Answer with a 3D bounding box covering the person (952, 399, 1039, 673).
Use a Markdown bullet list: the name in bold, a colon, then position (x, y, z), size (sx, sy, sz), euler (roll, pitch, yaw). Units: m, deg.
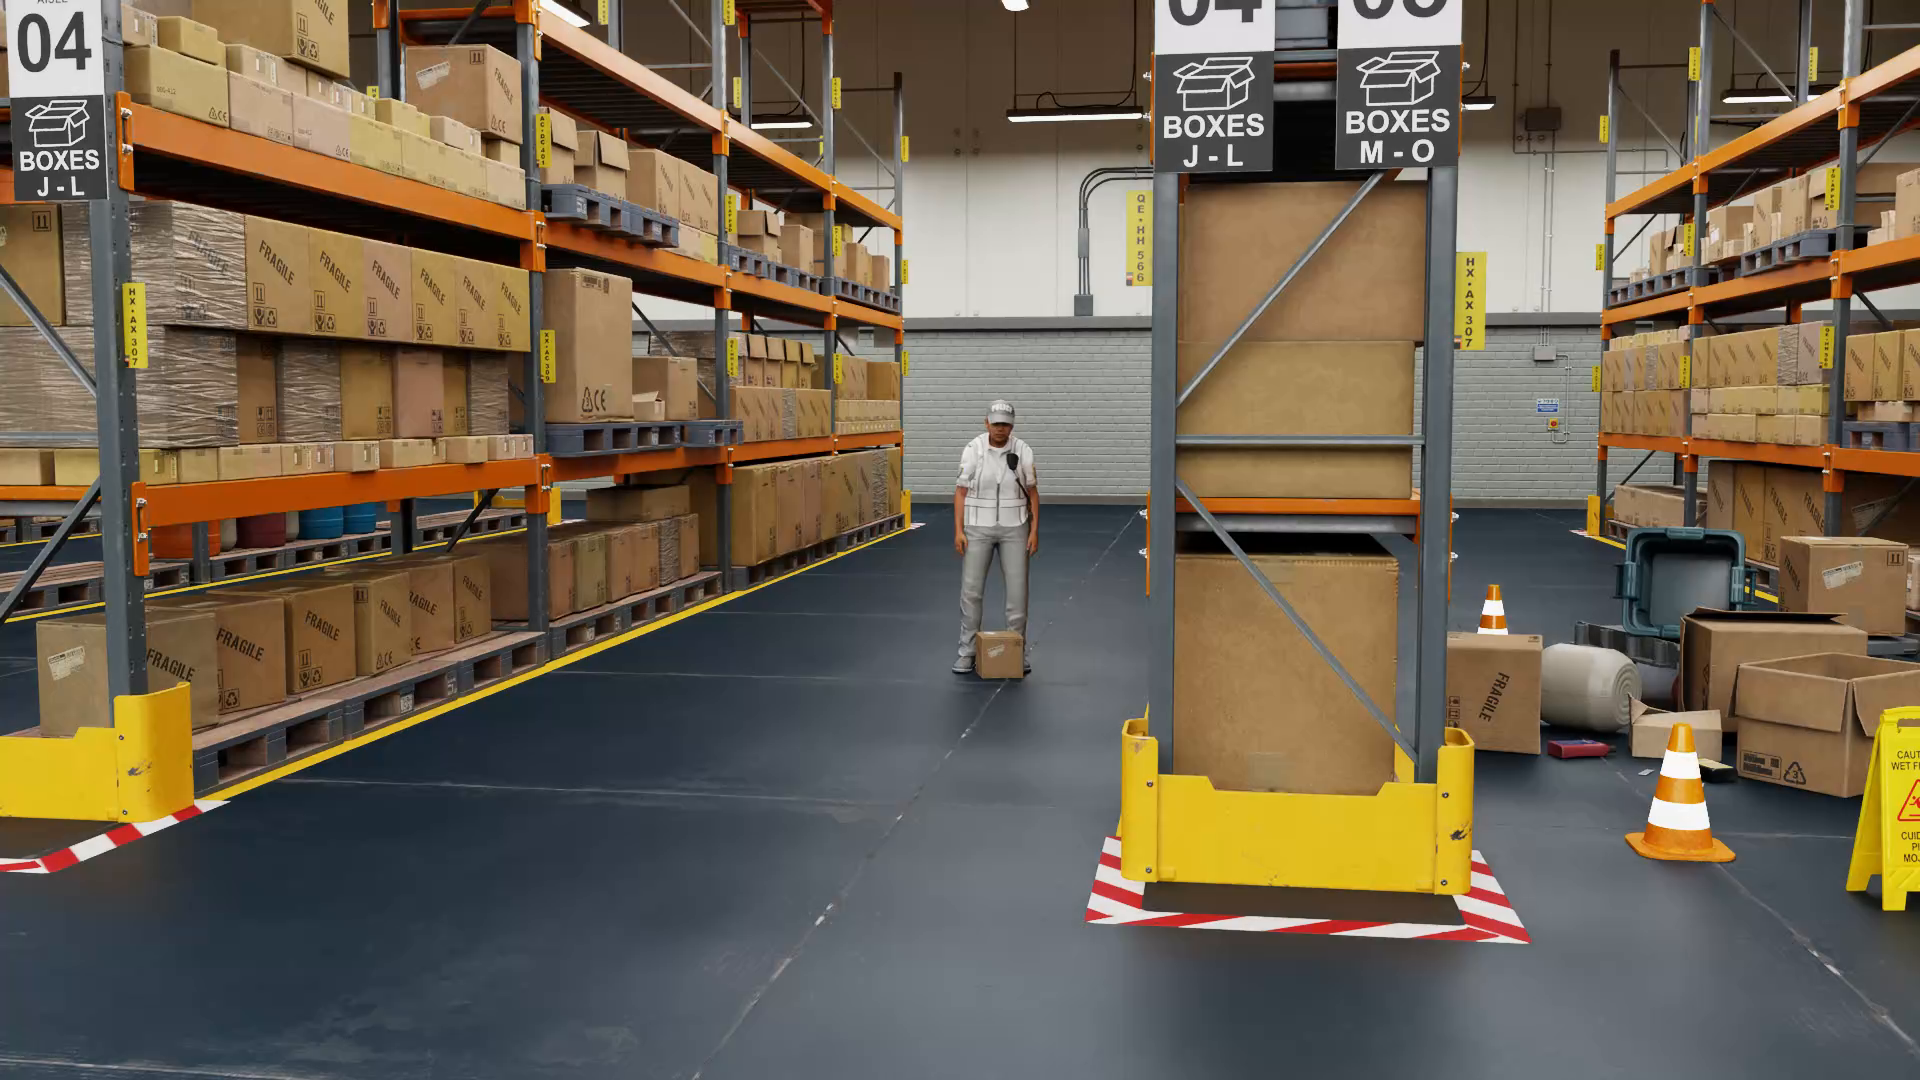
- **person**: position (0.206, -0.029, 10.222), size (0.512, 1.666, 0.465), euler (0, 5, -1)
